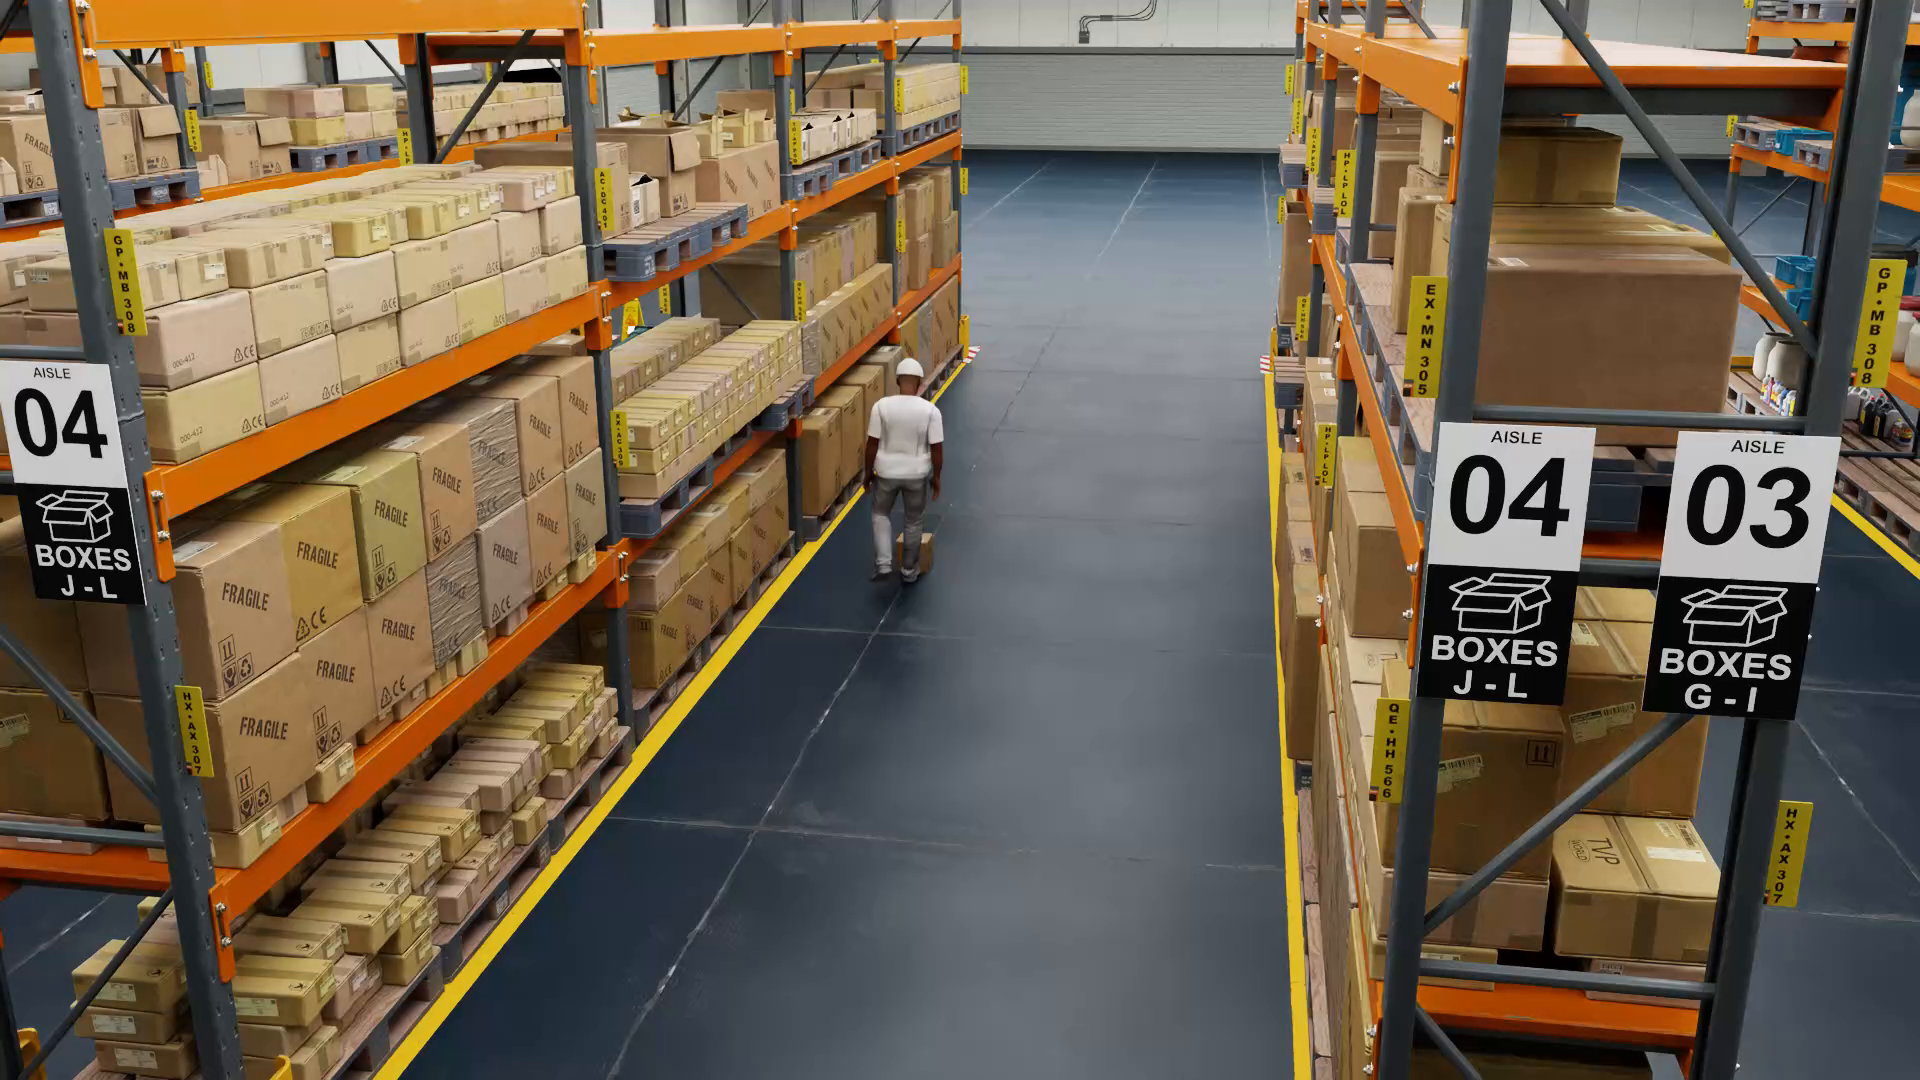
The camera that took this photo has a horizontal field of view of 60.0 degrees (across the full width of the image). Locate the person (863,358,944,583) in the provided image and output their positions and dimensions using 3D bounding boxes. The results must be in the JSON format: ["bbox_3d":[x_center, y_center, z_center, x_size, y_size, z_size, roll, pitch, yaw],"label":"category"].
[{"bbox_3d":[-0.423,-0.512,12.550,0.609,1.765,0.581,0,18,1],"label":"person"}]
